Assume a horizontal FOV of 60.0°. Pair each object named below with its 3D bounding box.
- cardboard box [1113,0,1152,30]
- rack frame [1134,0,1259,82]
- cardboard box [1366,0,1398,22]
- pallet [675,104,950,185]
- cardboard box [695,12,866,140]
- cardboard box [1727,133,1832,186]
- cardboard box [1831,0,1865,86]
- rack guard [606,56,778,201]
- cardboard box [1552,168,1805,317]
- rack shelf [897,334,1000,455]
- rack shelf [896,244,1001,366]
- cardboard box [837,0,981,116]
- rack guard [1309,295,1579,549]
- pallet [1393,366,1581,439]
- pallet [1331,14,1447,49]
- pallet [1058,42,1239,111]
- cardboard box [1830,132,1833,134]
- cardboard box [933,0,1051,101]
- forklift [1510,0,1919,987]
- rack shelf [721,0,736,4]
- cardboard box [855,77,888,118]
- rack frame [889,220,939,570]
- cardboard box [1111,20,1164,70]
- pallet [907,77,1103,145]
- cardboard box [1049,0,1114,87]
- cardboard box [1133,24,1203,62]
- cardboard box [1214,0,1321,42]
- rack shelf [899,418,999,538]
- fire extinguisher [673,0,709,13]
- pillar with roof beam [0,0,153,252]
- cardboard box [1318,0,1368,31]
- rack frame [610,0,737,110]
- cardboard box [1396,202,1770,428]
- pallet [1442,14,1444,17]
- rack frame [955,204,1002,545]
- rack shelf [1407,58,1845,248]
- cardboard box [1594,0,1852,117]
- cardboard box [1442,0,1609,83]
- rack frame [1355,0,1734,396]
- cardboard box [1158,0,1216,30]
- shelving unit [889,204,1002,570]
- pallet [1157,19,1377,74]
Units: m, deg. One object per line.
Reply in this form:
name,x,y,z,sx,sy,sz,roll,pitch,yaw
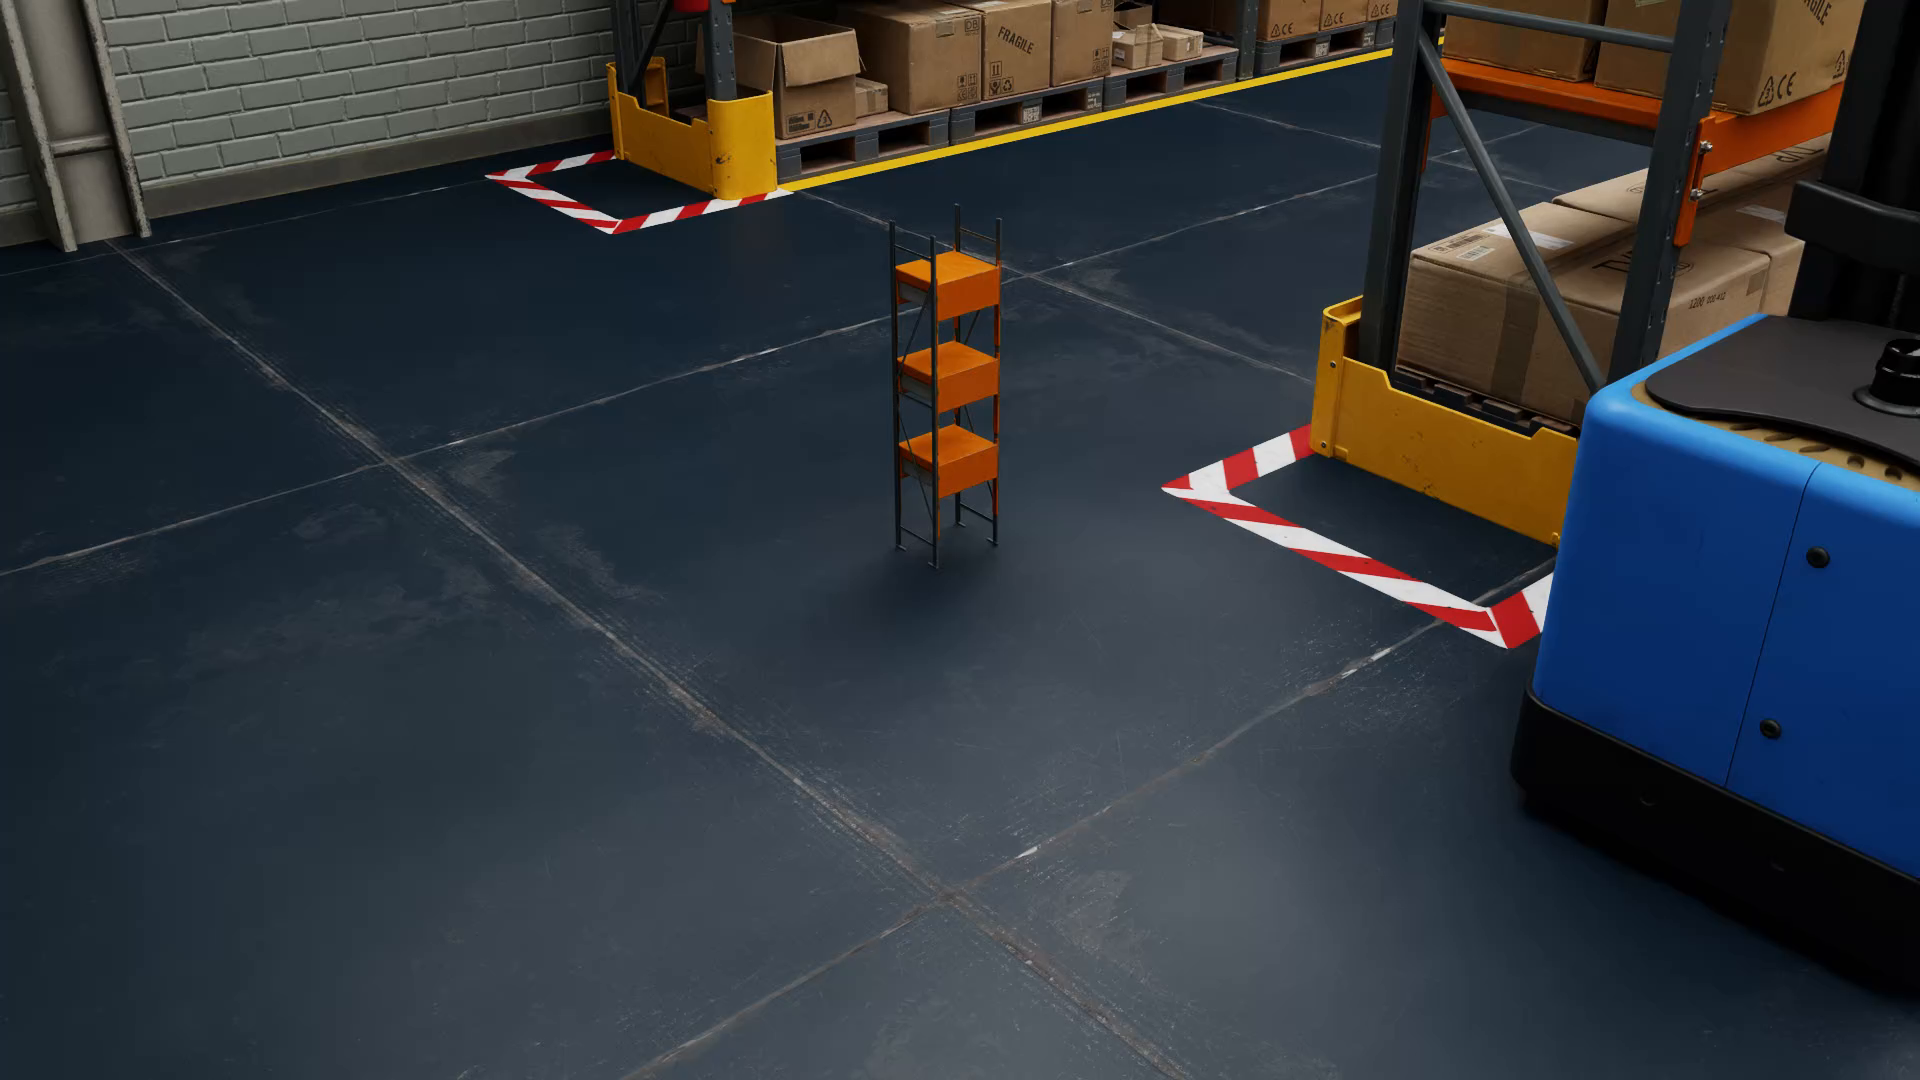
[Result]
cardboard box,0.895,-3.388,10.815,0.500,0.311,0.500,-20,34,-33
rack frame,1.551,-4.506,10.500,0.127,3.000,1.000,-22,35,-35
cardboard box,2.846,-3.974,11.710,0.500,0.500,0.500,-23,36,-36
pallet,-0.829,-2.320,9.368,1.213,0.211,1.003,-22,35,-35
cardboard box,-0.965,-2.520,8.986,0.637,0.503,0.797,-24,36,-37
cardboard box,3.547,-1.355,6.876,0.875,0.438,0.875,-23,36,-36
cardboard box,2.650,-1.757,5.249,0.500,0.500,0.500,-22,35,-36
rack guard,-1.434,-2.203,8.843,0.348,0.500,1.175,-22,35,-35
cardboard box,2.860,-1.080,6.361,0.875,0.438,0.875,-21,34,-34
rack shelf,-0.041,-0.437,4.977,0.240,0.259,0.215,-22,35,-35
rack shelf,-0.041,-0.688,4.843,0.240,0.259,0.215,-22,35,-35
cardboard box,-0.290,-2.766,9.450,0.500,0.500,0.700,-20,34,-33
rack guard,1.714,-0.394,5.457,0.348,0.500,1.175,-22,35,-35
pallet,2.290,-0.547,6.049,1.213,0.211,1.003,-22,35,-35
pallet,3.074,-3.914,12.350,1.213,0.211,1.003,-22,35,-35
pallet,1.028,-3.067,10.765,1.213,0.211,1.003,-22,35,-35
cardboard box,4.228,-1.629,7.389,0.875,0.438,0.875,-22,35,-36
cardboard box,0.177,-2.892,9.686,0.500,0.500,0.500,-21,35,-34
forklift,2.774,-0.950,3.919,3.031,2.935,1.130,-23,36,-36
rack shelf,0.029,-3.577,9.525,4.000,0.370,1.077,-22,35,-35
cardboard box,-0.617,-2.480,9.287,0.250,0.149,0.380,-24,36,-37
rack frame,-0.134,-0.409,4.902,0.008,1.050,0.200,-22,35,-35
cardboard box,1.046,-3.101,10.325,0.258,0.266,0.396,-20,34,-33
pallet,0.099,-2.691,10.063,1.213,0.211,1.003,-22,35,-35
cardboard box,0.500,-3.084,10.044,0.500,0.500,0.700,-23,36,-37
cardboard box,1.317,-3.158,10.557,0.250,0.149,0.380,-23,36,-36
cardboard box,2.065,-3.656,11.116,0.500,0.500,0.500,-20,34,-33
rack shelf,-0.041,-0.192,5.108,0.240,0.259,0.215,-22,35,-35
fire extinguisher,-1.304,-2.873,7.922,0.183,0.674,0.296,-22,35,-35
pillar with roof beam,-1.334,-3.883,2.969,0.400,9.000,9.100,-22,35,-35
cardboard box,2.463,-3.823,11.427,0.500,0.500,0.500,-22,35,-36
rack frame,-1.492,-3.283,8.210,0.127,3.000,1.000,-22,35,-35
cardboard box,2.169,-0.797,5.832,0.875,0.438,0.875,-23,36,-37
pallet,4.001,-4.285,13.045,1.213,0.211,1.003,-22,35,-35
rack frame,0.052,-0.484,5.042,0.008,1.050,0.200,-22,35,-35
rack shelf,3.254,-1.799,6.196,4.000,0.370,1.077,-22,35,-35
cardboard box,2.284,-1.592,4.940,0.500,0.500,0.500,-22,35,-35
cardboard box,1.927,-1.791,5.312,0.500,0.500,0.500,-22,35,-35
rack frame,1.732,-1.504,4.882,0.127,3.000,1.000,-22,35,-35
cardboard box,1.732,-3.845,11.469,0.500,0.500,0.500,-22,35,-35
shelving unit,-0.041,-0.447,4.972,0.252,1.050,0.215,-22,35,-35
pallet,2.145,-3.539,11.648,1.213,0.211,1.003,-22,35,-35
